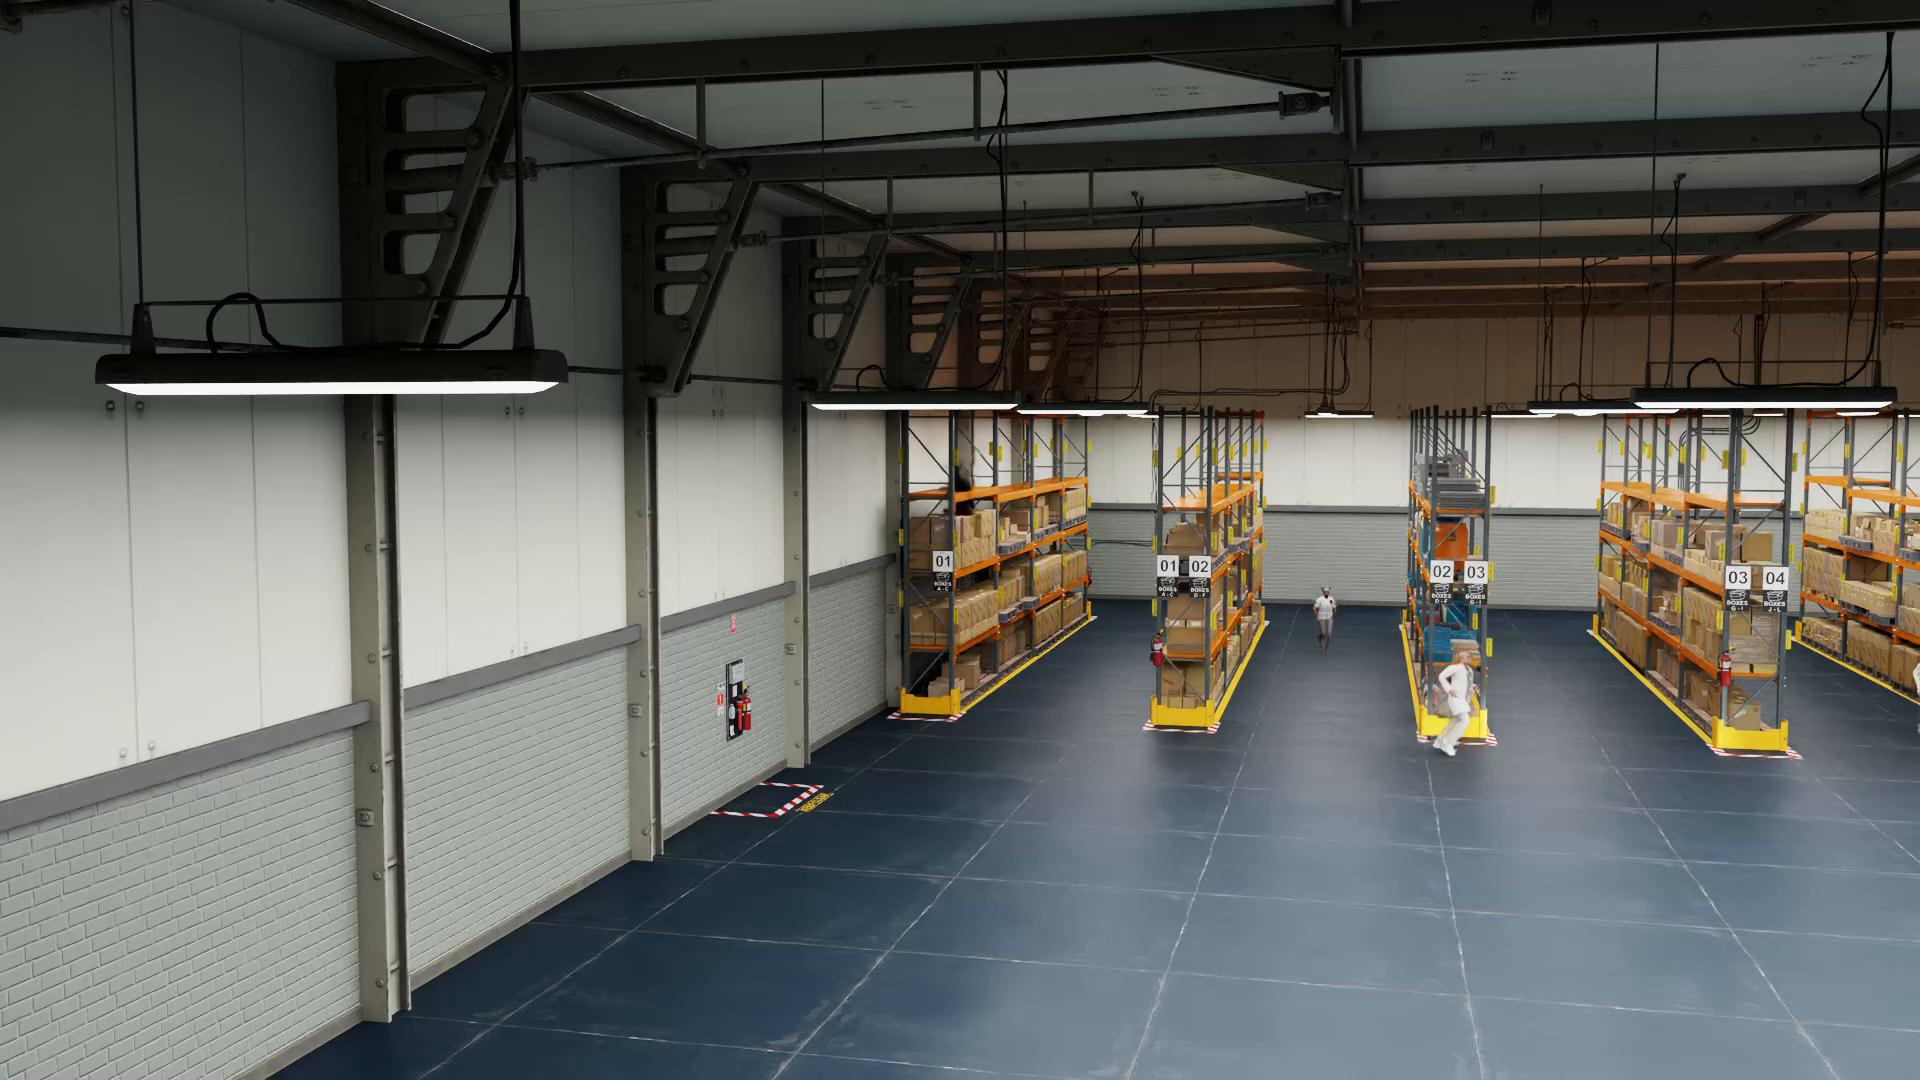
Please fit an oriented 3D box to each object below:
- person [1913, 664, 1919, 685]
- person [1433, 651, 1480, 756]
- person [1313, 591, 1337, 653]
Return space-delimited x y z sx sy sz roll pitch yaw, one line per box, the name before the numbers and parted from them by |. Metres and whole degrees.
person | 17.459 2.756 29.888 0.529 1.725 0.704 0 4 2
person | 8.604 2.806 28.641 0.723 1.789 0.727 -4 6 -45
person | 9.044 1.985 41.130 0.575 1.604 0.560 0 4 1
